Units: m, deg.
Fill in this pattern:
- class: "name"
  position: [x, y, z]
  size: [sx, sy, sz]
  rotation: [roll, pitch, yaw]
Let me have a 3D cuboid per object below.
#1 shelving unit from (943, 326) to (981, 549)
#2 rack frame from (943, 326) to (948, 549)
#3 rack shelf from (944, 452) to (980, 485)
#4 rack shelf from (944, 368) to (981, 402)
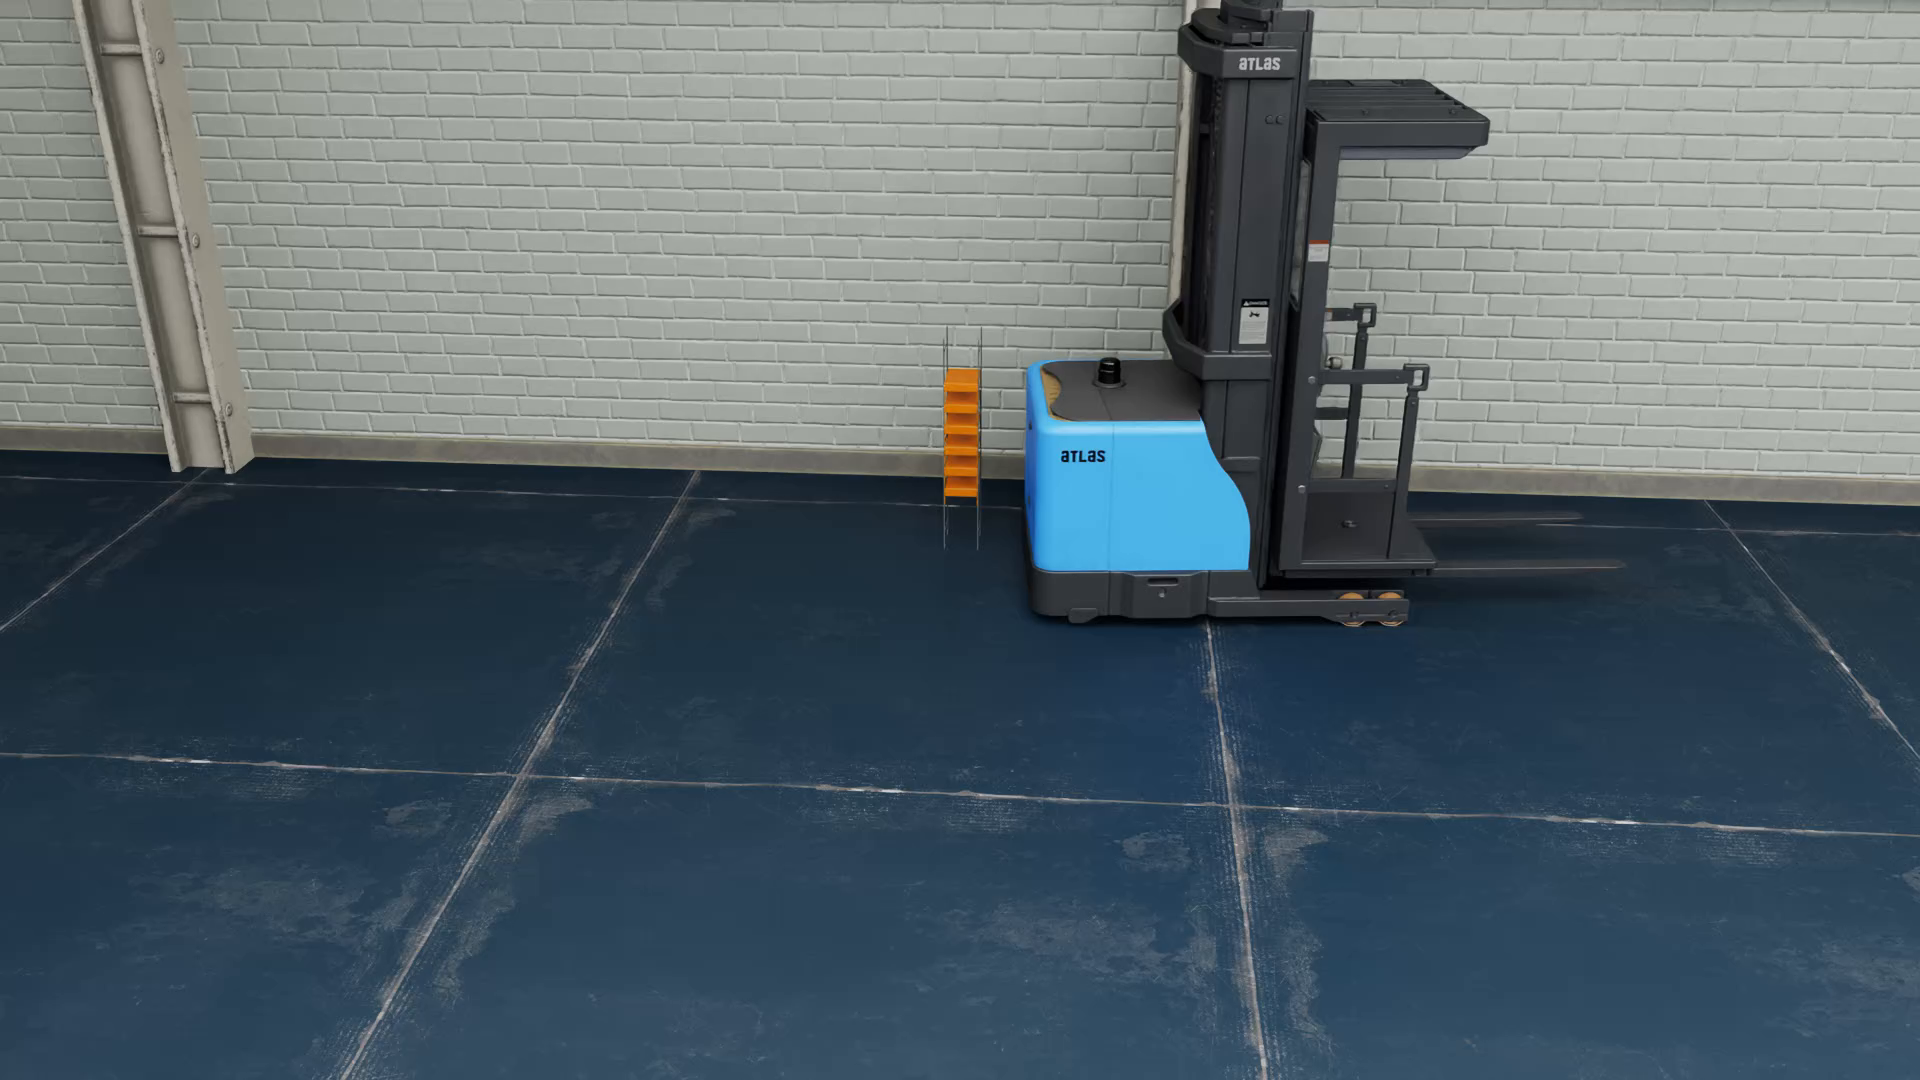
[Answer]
- class: "shelving unit"
  position: [-11.026, -0.020, 7.140]
  size: [21.905, 1.800, 5.752]
  rotation: [2, 25, 4]
- class: "rack frame"
  position: [-0.077, -0.548, 9.005]
  size: [0.006, 1.200, 0.240]
  rotation: [2, 25, 4]
- class: "rack shelf"
  position: [0.014, -0.395, 9.067]
  size: [0.180, 0.103, 0.258]
  rotation: [2, 25, 4]
- class: "rack shelf"
  position: [0.014, -0.831, 8.866]
  size: [0.180, 0.103, 0.258]
  rotation: [2, 25, 4]
